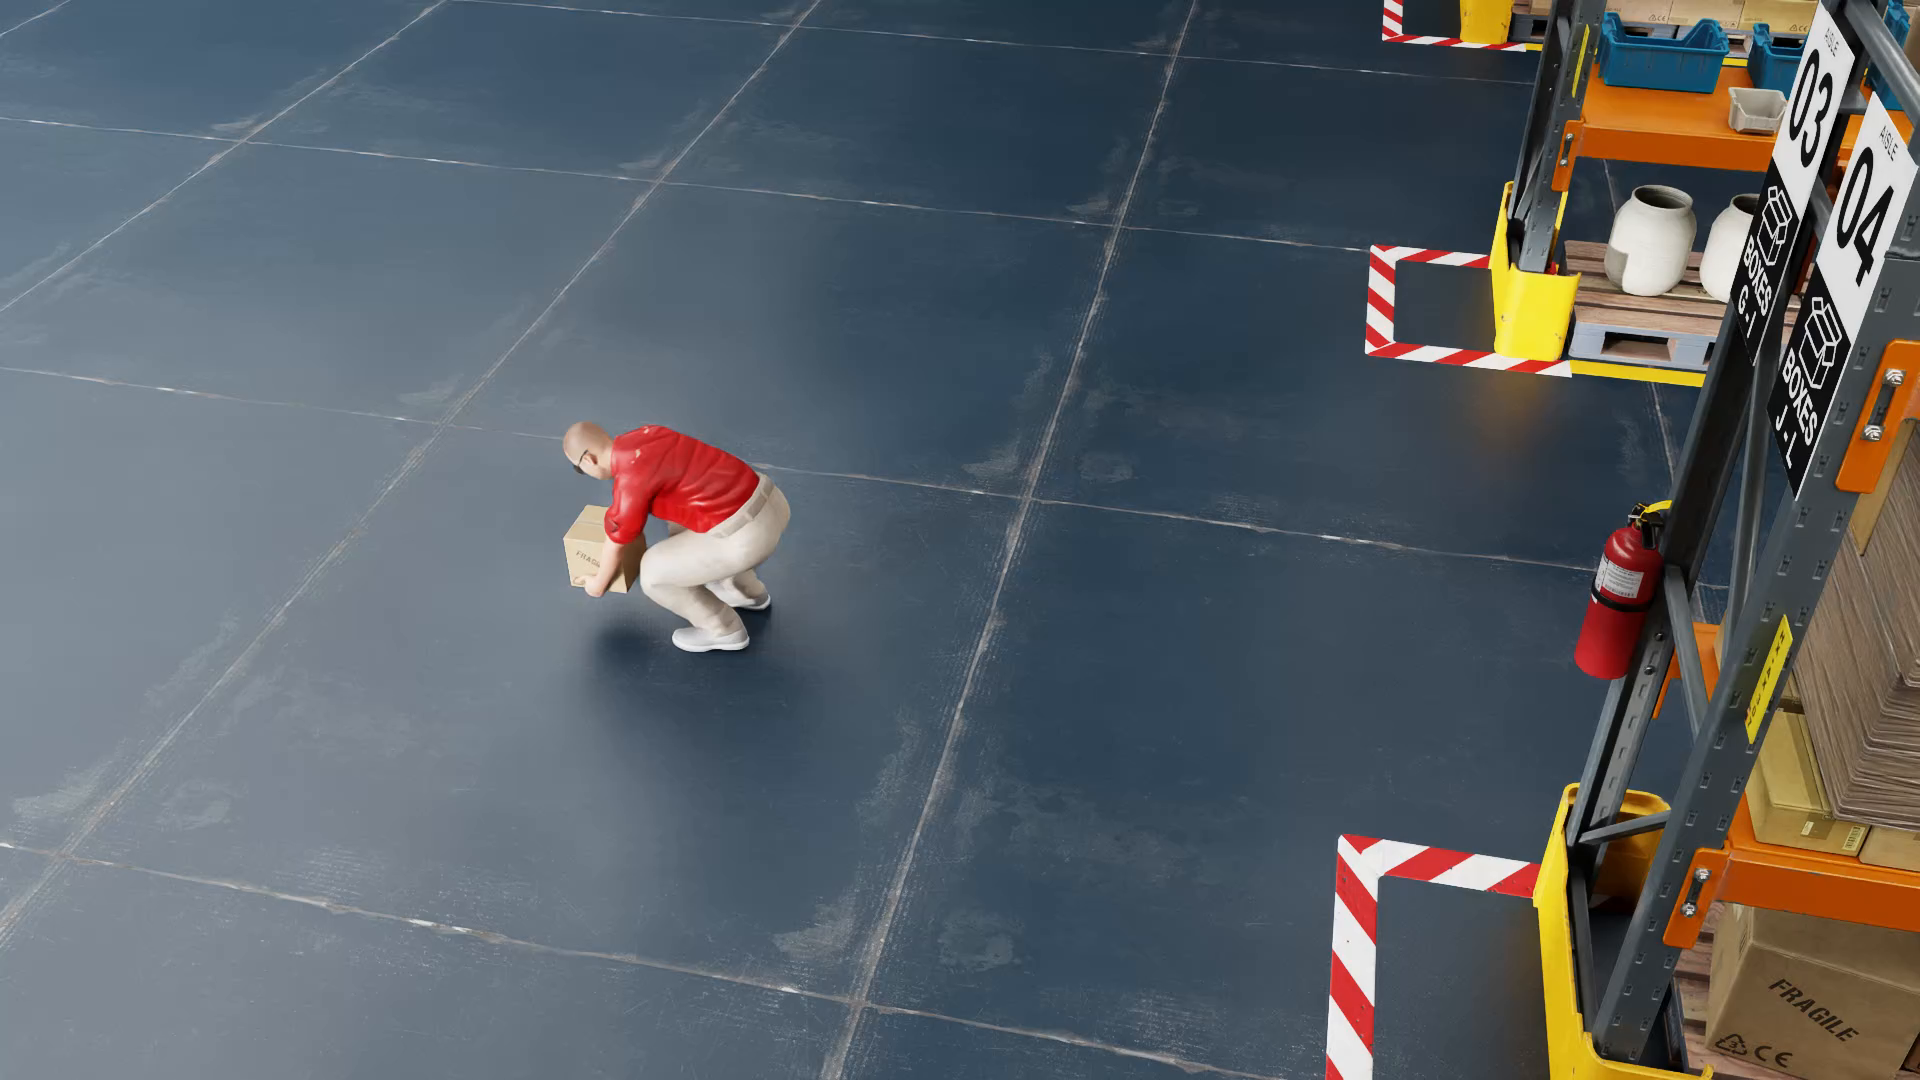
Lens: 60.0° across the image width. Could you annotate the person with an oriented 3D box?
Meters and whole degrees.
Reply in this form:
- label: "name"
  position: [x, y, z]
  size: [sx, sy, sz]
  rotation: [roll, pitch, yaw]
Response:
- label: "person"
  position: [-1.156, -0.051, 6.869]
  size: [0.894, 0.983, 0.532]
  rotation: [6, 37, 9]
